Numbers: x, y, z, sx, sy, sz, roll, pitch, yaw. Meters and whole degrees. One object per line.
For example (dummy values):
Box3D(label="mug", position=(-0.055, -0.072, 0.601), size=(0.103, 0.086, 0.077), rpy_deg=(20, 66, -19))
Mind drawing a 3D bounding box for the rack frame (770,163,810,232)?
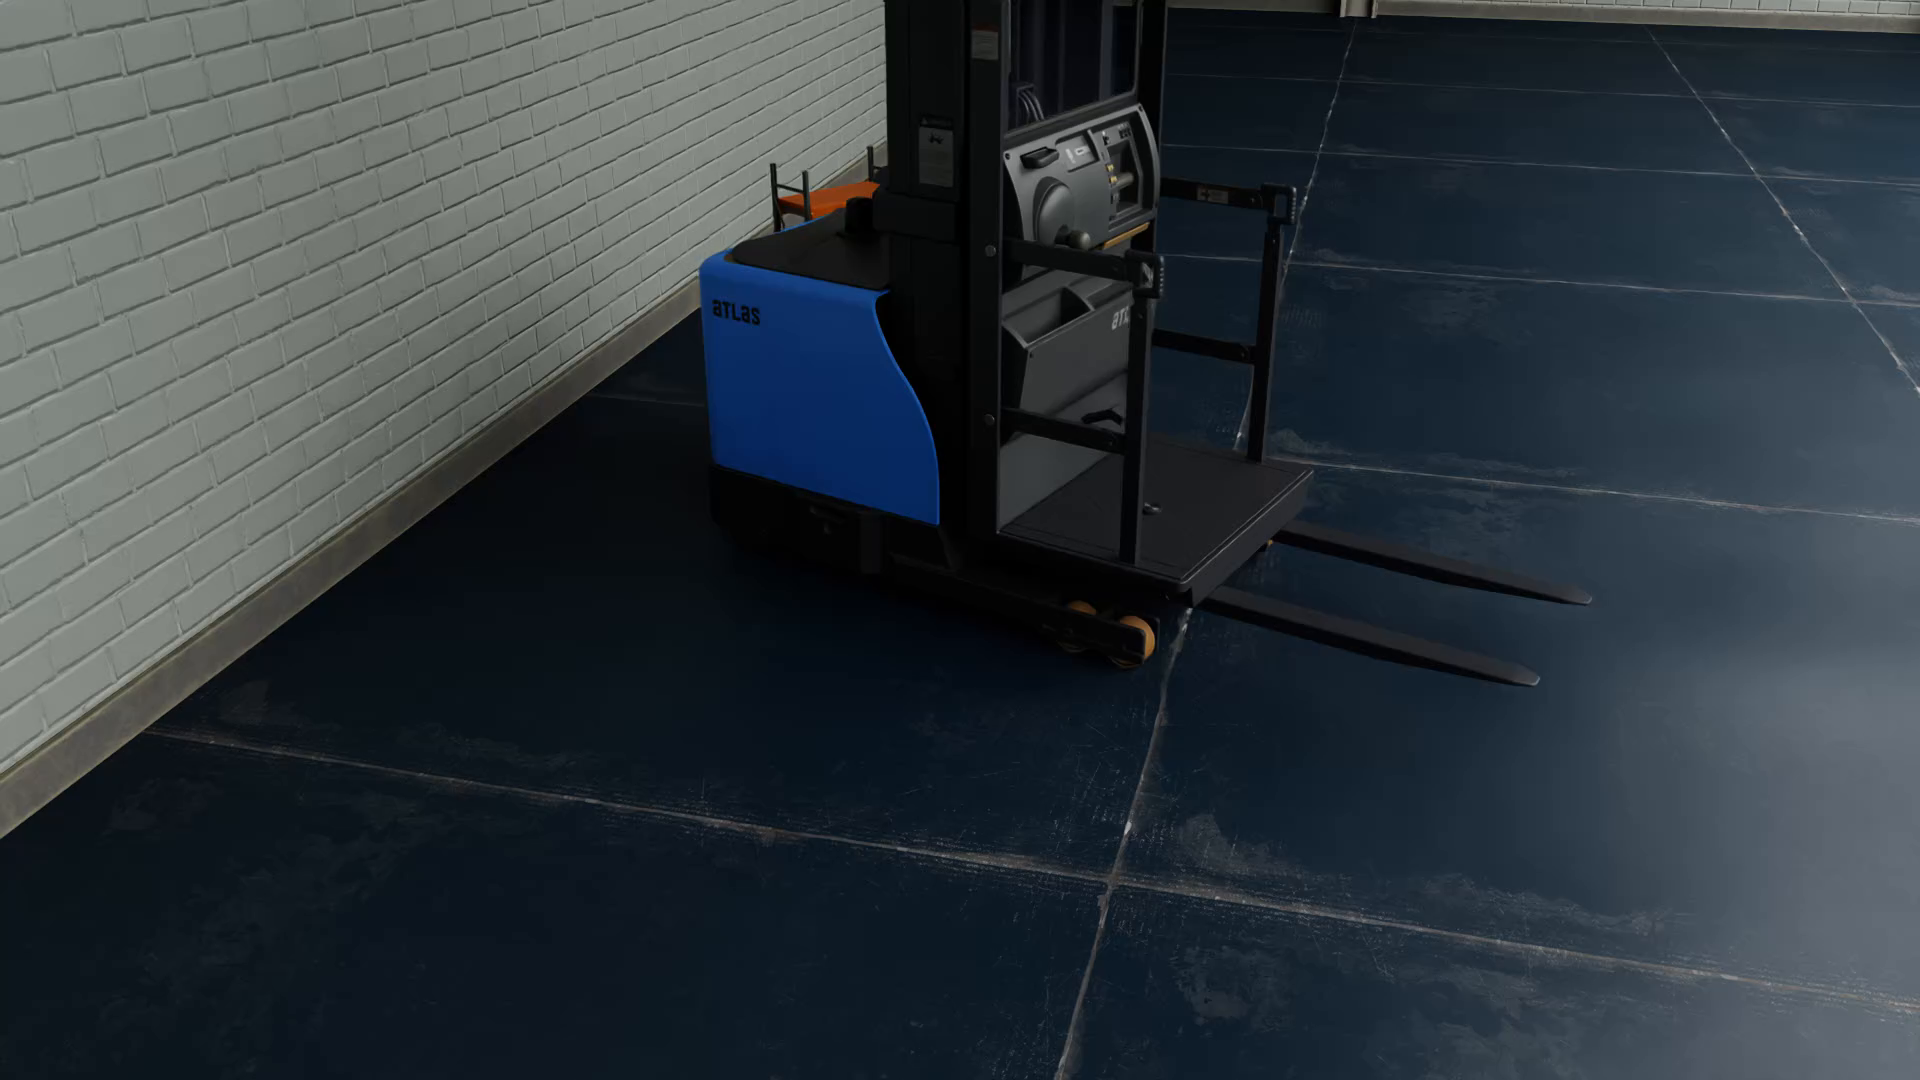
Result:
Box3D(label="rack frame", position=(-0.659, -0.913, 6.762), size=(0.015, 1.200, 0.240), rpy_deg=(-20, 30, -36))

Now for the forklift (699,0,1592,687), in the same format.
Box3D(label="forklift", position=(0.581, -1.170, 5.298), size=(3.031, 2.935, 1.130), rpy_deg=(15, 30, 29))

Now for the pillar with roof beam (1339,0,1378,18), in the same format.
Box3D(label="pillar with roof beam", position=(3.361, -8.111, 12.819), size=(0.400, 9.000, 9.100), rpy_deg=(6, 26, 13))

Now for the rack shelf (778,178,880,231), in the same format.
Box3D(label="rack shelf", position=(-0.481, -1.340, 6.745), size=(0.480, 0.148, 0.258), rpy_deg=(-20, 30, -36))

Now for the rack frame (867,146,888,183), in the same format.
Box3D(label="rack frame", position=(-0.289, -1.049, 7.049), size=(0.015, 1.200, 0.240), rpy_deg=(-20, 30, -36))

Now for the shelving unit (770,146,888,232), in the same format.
Box3D(label="shelving unit", position=(-0.474, -0.981, 6.906), size=(0.503, 1.200, 0.258), rpy_deg=(-20, 30, -36))
